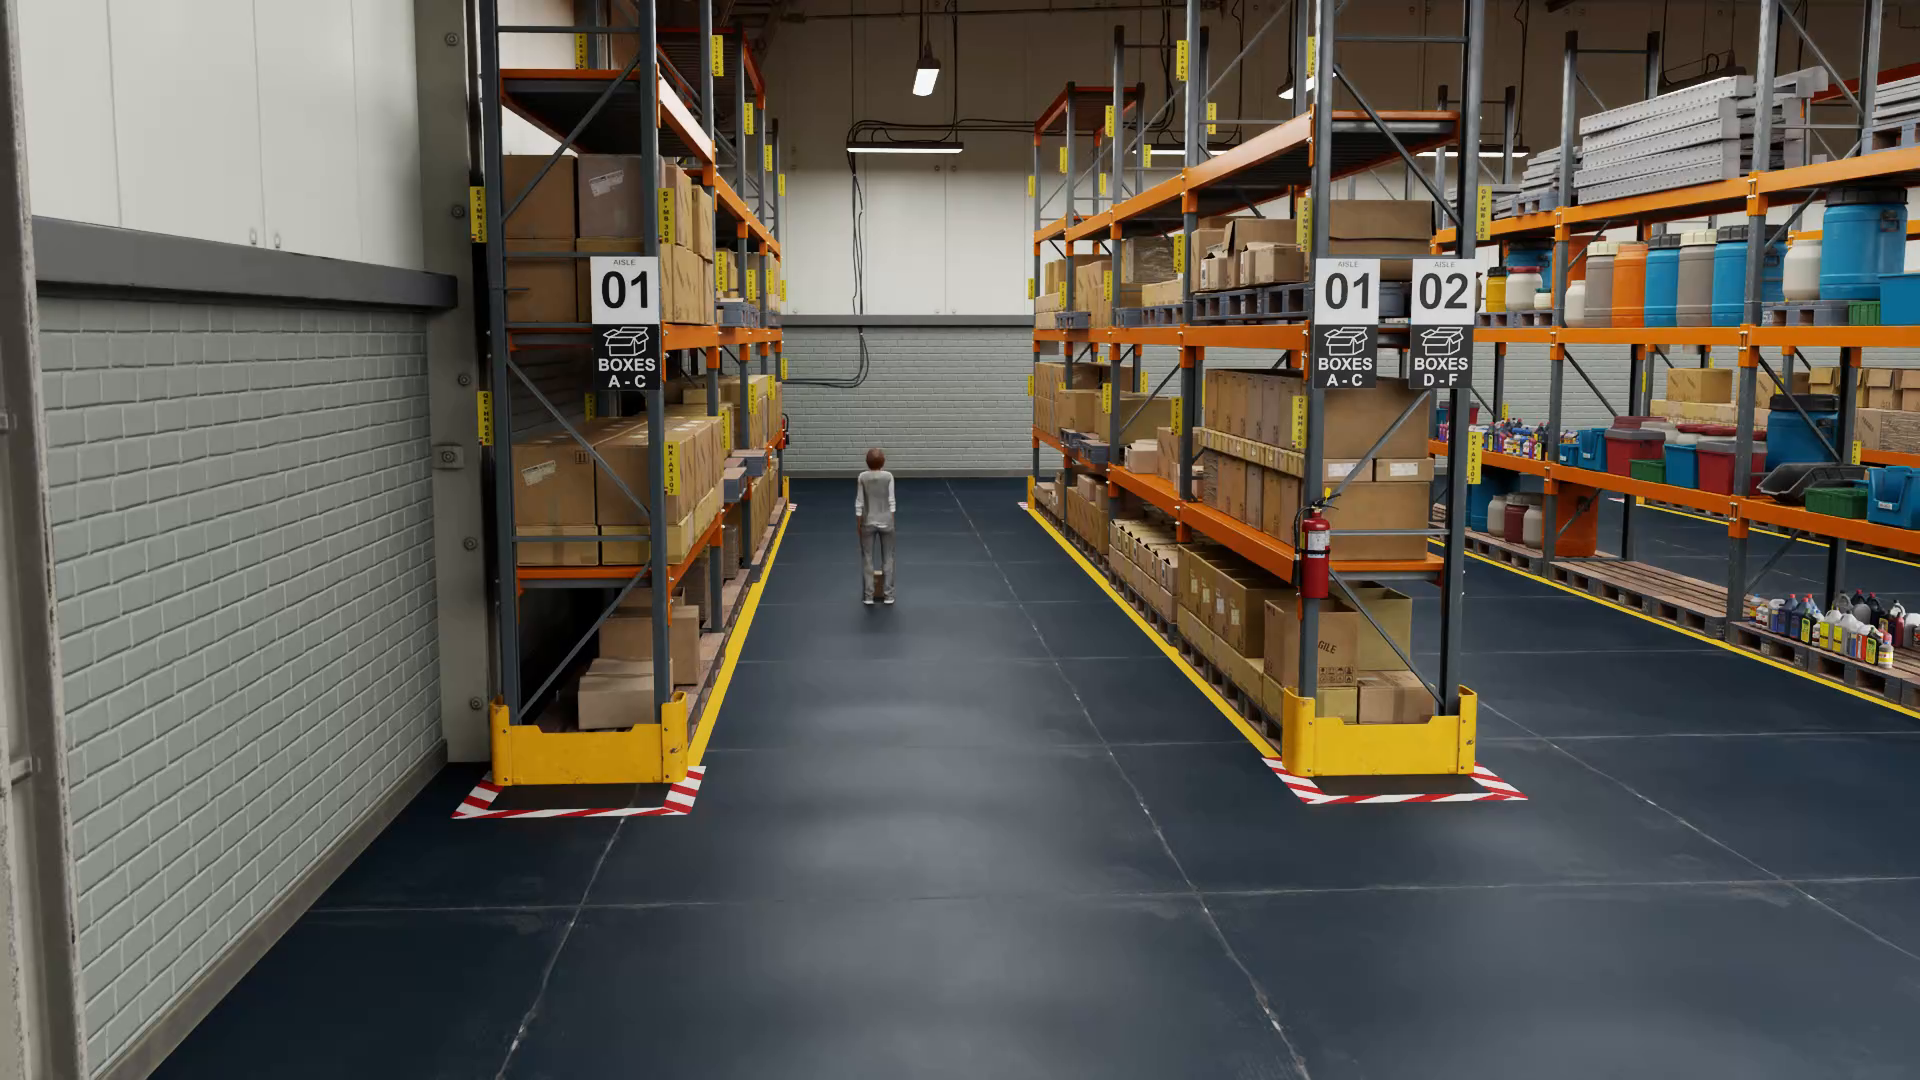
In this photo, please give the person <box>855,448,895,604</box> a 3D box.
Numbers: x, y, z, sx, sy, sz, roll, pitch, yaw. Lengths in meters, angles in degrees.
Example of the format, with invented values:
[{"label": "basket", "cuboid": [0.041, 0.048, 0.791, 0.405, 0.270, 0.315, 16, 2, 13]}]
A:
[{"label": "person", "cuboid": [-0.864, -0.132, 16.943, 0.407, 1.583, 0.301, 0, 7, -3]}]
